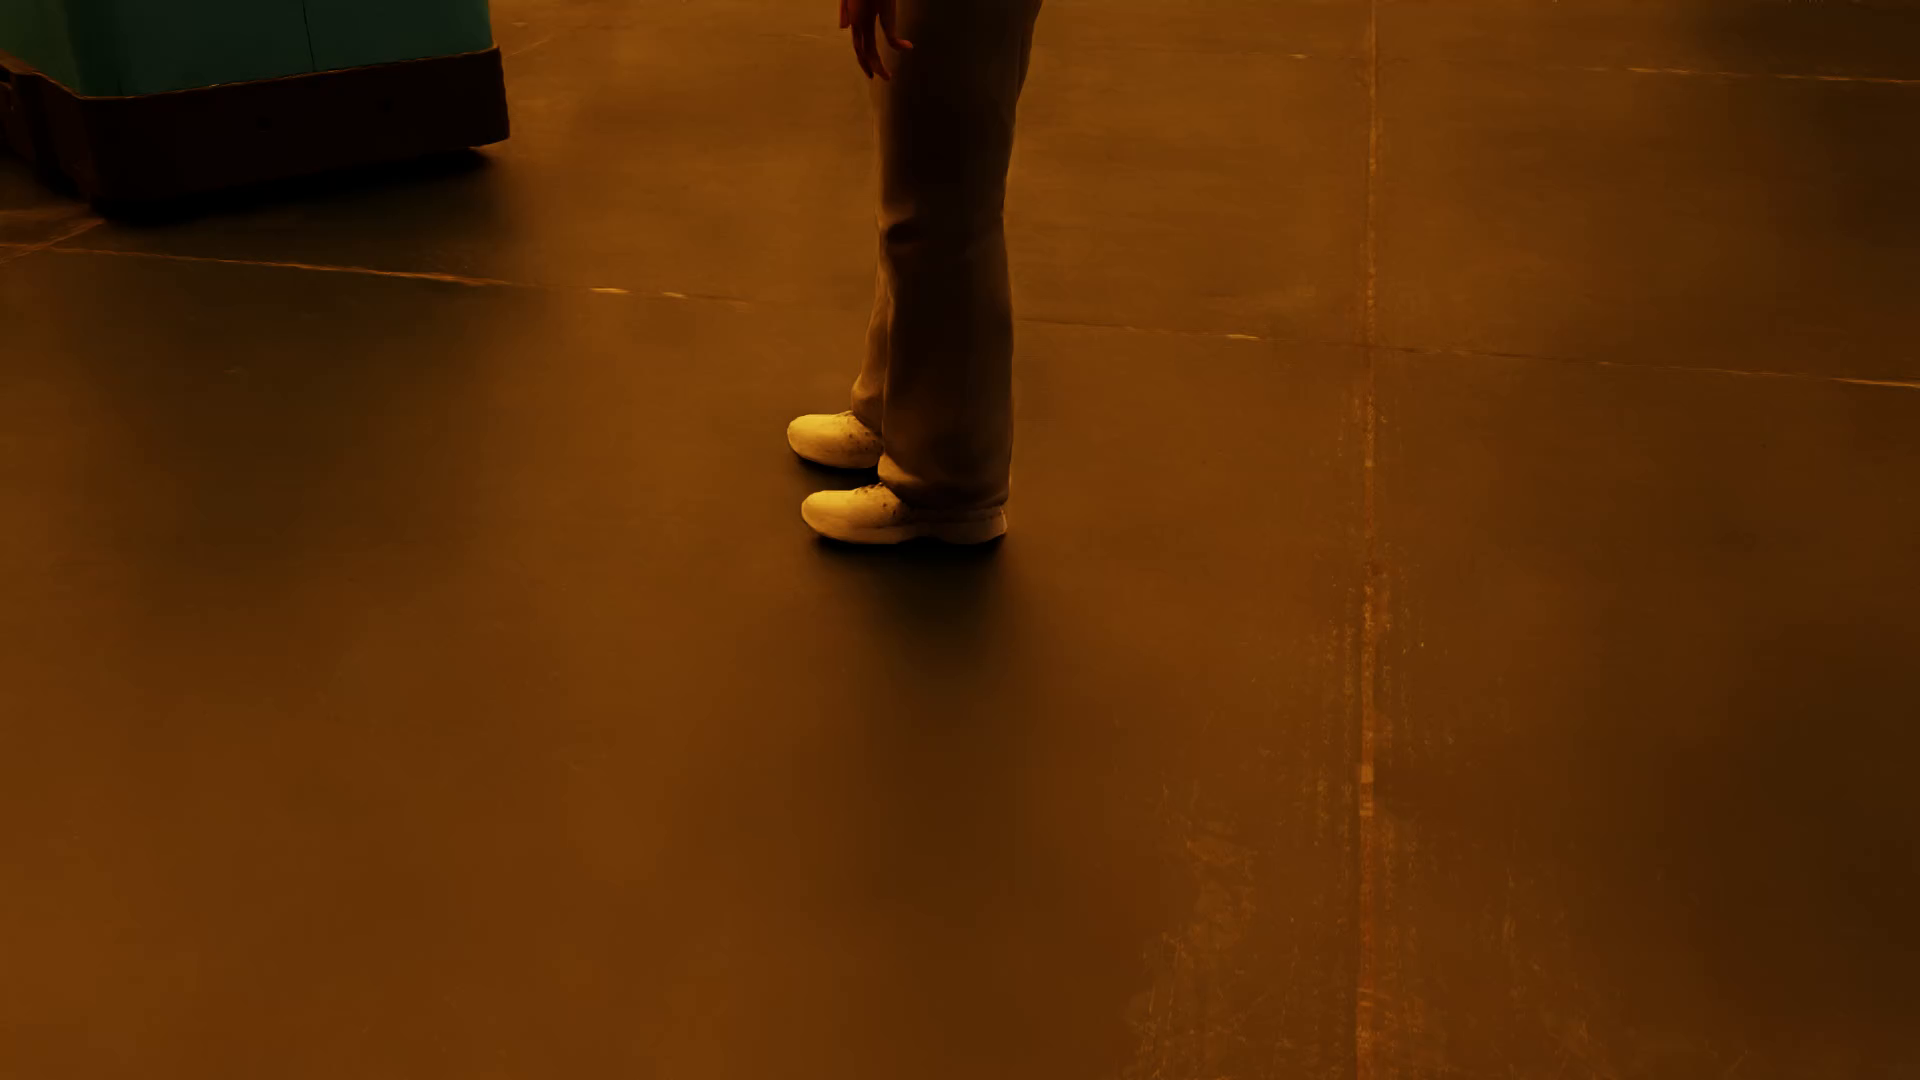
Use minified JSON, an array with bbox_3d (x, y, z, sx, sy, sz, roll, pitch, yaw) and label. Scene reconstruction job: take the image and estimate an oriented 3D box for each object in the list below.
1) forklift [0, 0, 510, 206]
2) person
[{"bbox_3d":[-2.553,-2.698,4.594,1.130,2.935,3.031,-21,33,-35],"label":"forklift"},{"bbox_3d":[-0.069,-0.767,2.146,0.548,1.674,0.550,6,27,11],"label":"person"}]
